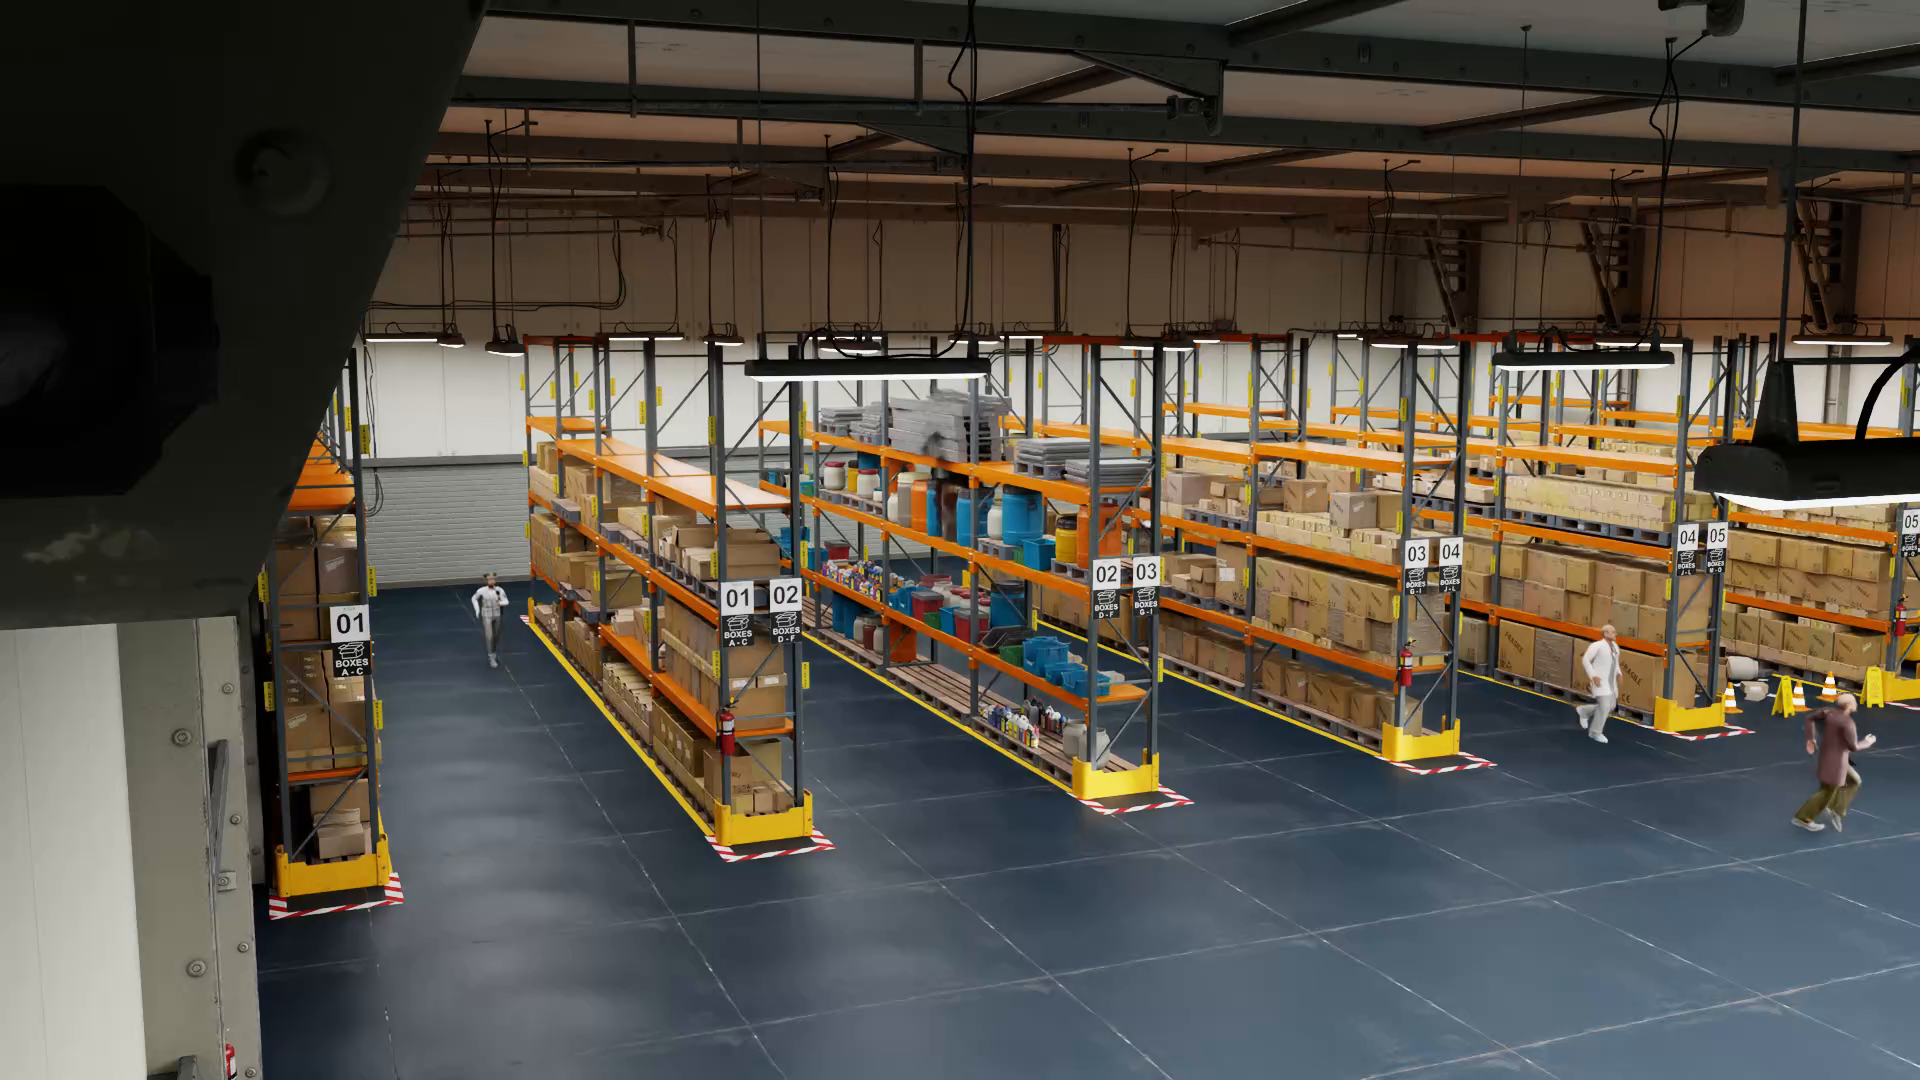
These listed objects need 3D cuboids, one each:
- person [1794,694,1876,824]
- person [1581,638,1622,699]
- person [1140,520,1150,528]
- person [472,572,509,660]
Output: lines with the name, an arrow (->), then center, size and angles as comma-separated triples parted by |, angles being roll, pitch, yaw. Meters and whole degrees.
person -> 10.760, 2.684, 20.435 | 0.855, 1.644, 0.746 | 1, 8, 6
person -> 9.776, 1.967, 25.132 | 0.755, 0.949, 0.432 | -5, 9, -30
person -> 4.621, 0.137, 41.599 | 0.533, 1.373, 0.729 | -2, 8, -14
person -> -8.599, 1.368, 30.508 | 0.600, 1.602, 0.770 | -4, 9, -29
